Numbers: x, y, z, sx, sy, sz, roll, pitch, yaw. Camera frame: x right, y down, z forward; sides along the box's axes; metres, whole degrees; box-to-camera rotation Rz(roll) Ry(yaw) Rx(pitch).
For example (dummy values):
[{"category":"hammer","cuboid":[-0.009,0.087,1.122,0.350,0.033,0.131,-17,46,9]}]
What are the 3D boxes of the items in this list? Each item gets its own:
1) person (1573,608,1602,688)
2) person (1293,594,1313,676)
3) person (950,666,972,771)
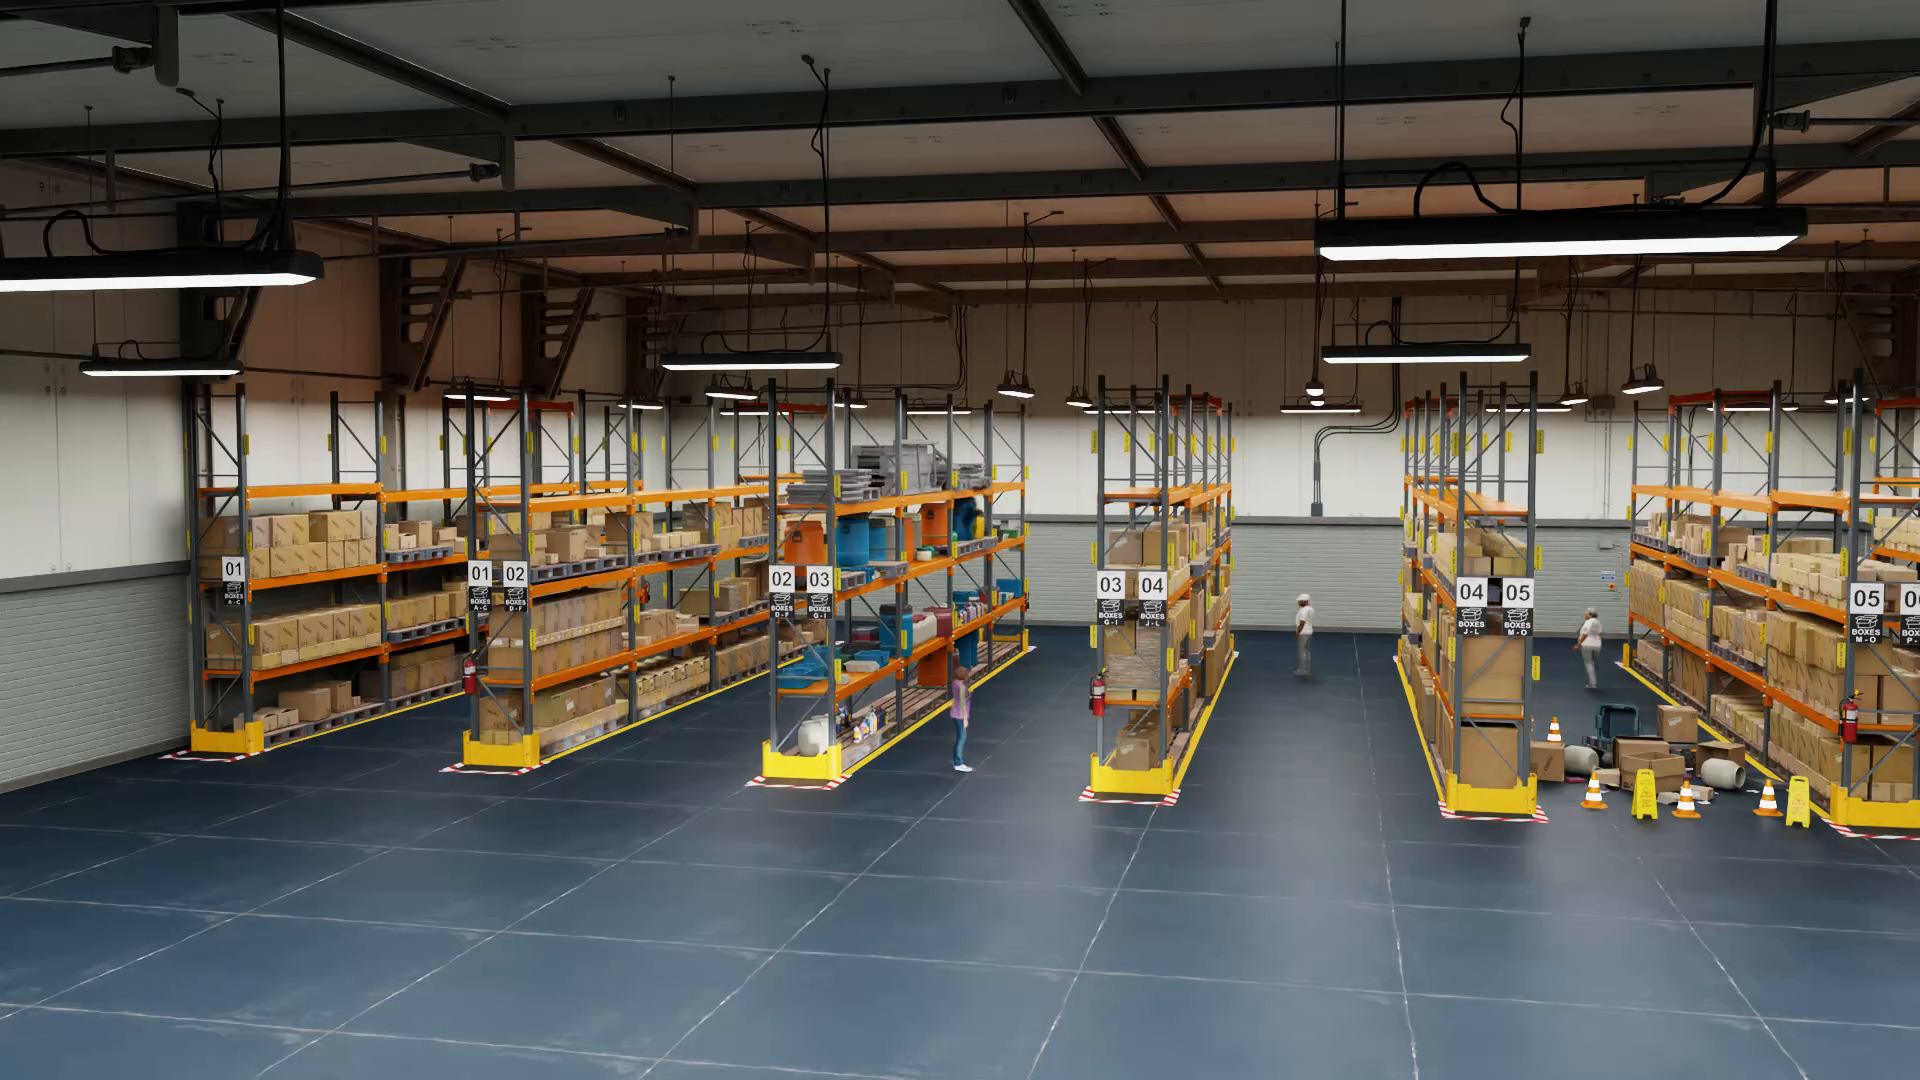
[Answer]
[{"category":"person","cuboid":[12.902,2.223,34.116,0.564,1.689,0.739,-1,3,-9]},{"category":"person","cuboid":[7.429,2.048,36.063,0.405,1.775,0.583,2,4,28]},{"category":"person","cuboid":[0.011,2.772,25.588,0.324,1.661,0.480,-1,3,-12]}]
